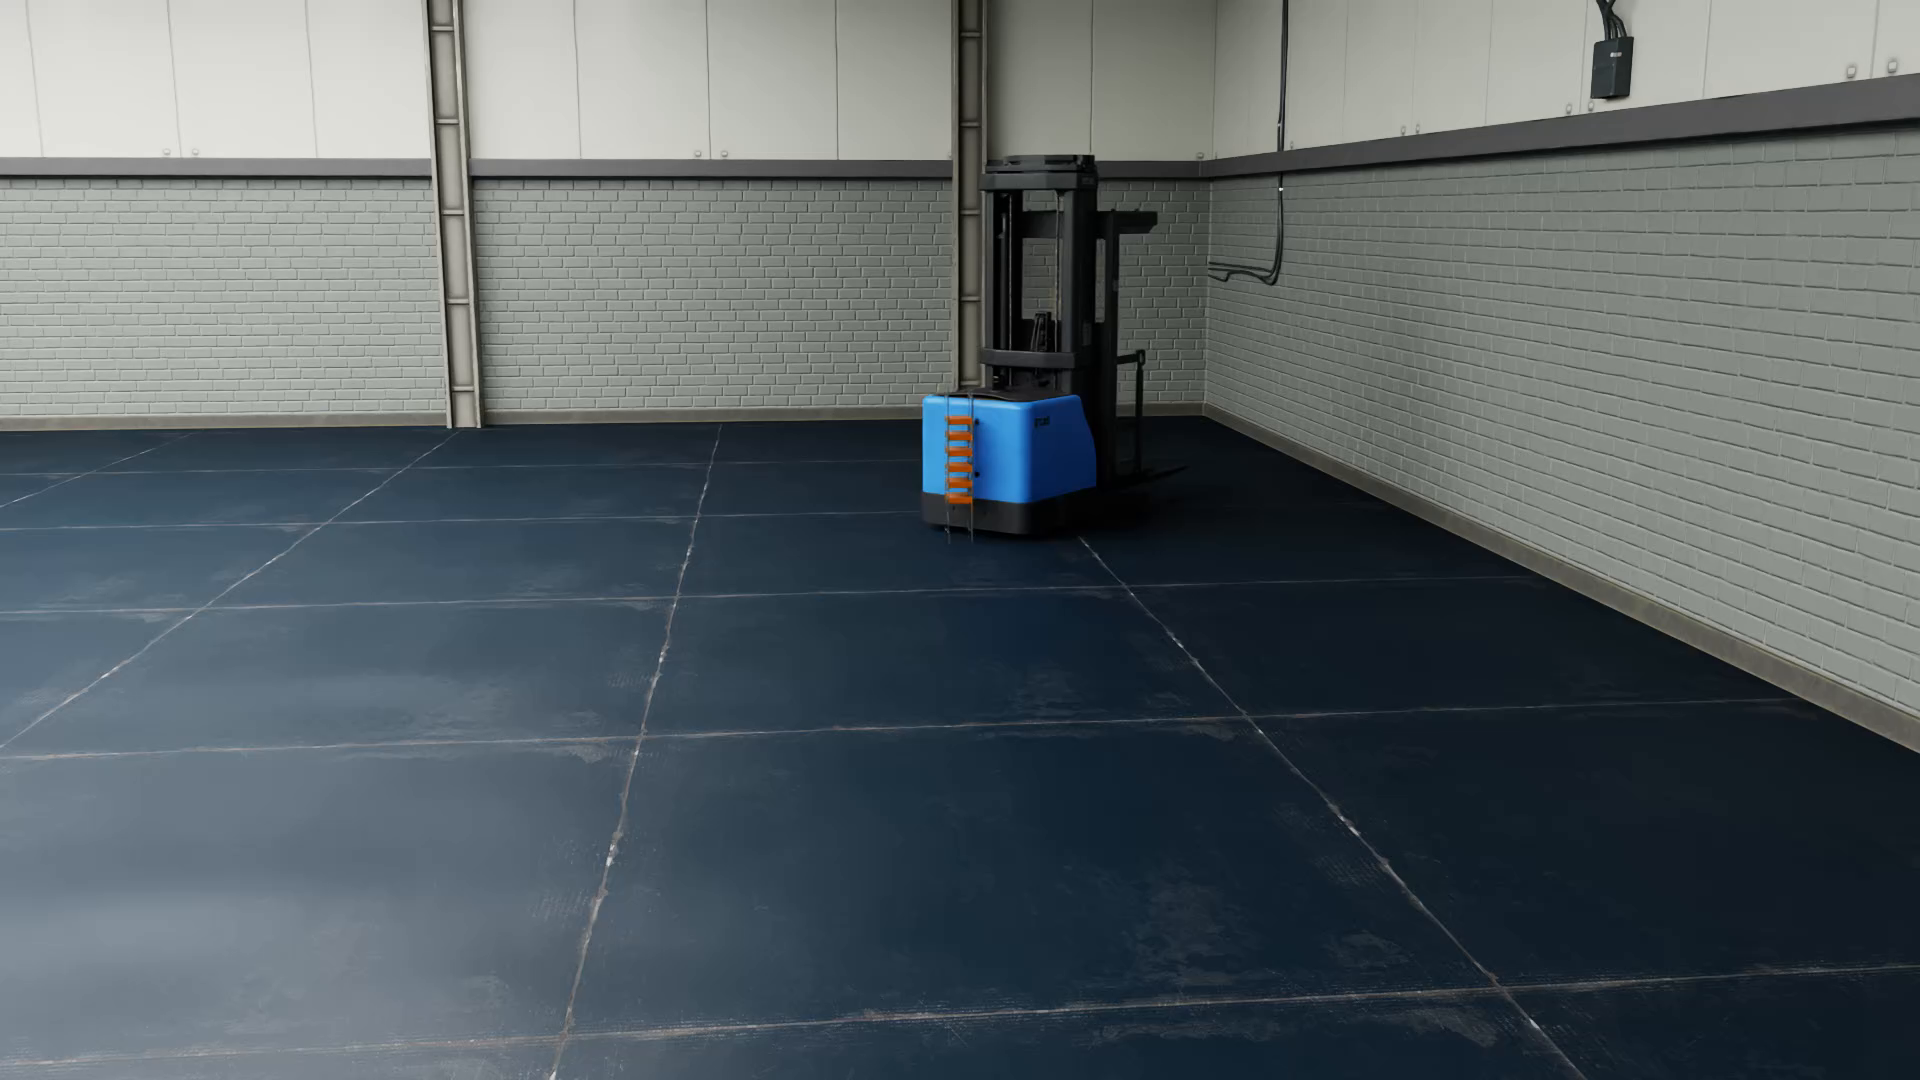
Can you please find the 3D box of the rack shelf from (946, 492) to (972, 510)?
[{"bbox_3d":[-0.011,-0.302,12.767,0.180,0.103,0.258,-1,11,-7],"label":"rack shelf"}]

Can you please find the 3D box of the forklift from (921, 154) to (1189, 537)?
[{"bbox_3d":[0.947,-1.698,13.908,1.130,2.935,3.031,8,14,34],"label":"forklift"}]

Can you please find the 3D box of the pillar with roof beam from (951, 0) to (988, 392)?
[{"bbox_3d":[0.573,-5.065,15.303,0.400,9.000,9.100,-1,11,-6],"label":"pillar with roof beam"}]

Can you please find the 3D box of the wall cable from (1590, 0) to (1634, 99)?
[{"bbox_3d":[4.189,-5.546,8.934,0.169,6.003,2.305,-1,11,-6],"label":"wall cable"}]

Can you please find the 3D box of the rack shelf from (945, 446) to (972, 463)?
[{"bbox_3d":[-0.011,-0.655,12.697,0.180,0.103,0.258,-1,11,-7],"label":"rack shelf"}]

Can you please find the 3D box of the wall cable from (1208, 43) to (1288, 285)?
[{"bbox_3d":[3.180,-4.175,18.824,0.112,2.526,3.097,-1,11,-6],"label":"wall cable"}]

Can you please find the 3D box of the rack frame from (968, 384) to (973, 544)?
[{"bbox_3d":[0.079,-0.583,12.723,0.006,1.200,0.240,-1,11,-7],"label":"rack frame"}]

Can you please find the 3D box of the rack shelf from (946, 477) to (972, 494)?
[{"bbox_3d":[-0.011,-0.420,12.744,0.180,0.103,0.258,-1,11,-7],"label":"rack shelf"}]

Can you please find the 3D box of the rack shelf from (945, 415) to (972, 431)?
[{"bbox_3d":[-0.011,-0.891,12.651,0.180,0.103,0.258,-1,11,-7],"label":"rack shelf"}]

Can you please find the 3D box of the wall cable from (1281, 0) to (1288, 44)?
[{"bbox_3d":[3.472,-6.134,15.698,0.112,2.526,3.097,-1,11,-6],"label":"wall cable"}]

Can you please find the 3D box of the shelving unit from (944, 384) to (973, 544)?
[{"bbox_3d":[-0.011,-0.581,12.712,0.189,1.200,0.258,-1,11,-7],"label":"shelving unit"}]

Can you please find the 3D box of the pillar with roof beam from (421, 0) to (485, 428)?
[{"bbox_3d":[-5.392,-4.940,14.667,0.400,9.000,9.100,-1,11,-6],"label":"pillar with roof beam"}]

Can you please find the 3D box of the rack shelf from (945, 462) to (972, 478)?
[{"bbox_3d":[-0.011,-0.537,12.721,0.180,0.103,0.258,-1,11,-7],"label":"rack shelf"}]

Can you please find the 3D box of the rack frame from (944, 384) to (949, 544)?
[{"bbox_3d":[-0.102,-0.579,12.701,0.006,1.200,0.240,-1,11,-7],"label":"rack frame"}]

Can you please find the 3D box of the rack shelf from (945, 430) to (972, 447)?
[{"bbox_3d":[-0.011,-0.773,12.674,0.180,0.103,0.258,-1,11,-7],"label":"rack shelf"}]
